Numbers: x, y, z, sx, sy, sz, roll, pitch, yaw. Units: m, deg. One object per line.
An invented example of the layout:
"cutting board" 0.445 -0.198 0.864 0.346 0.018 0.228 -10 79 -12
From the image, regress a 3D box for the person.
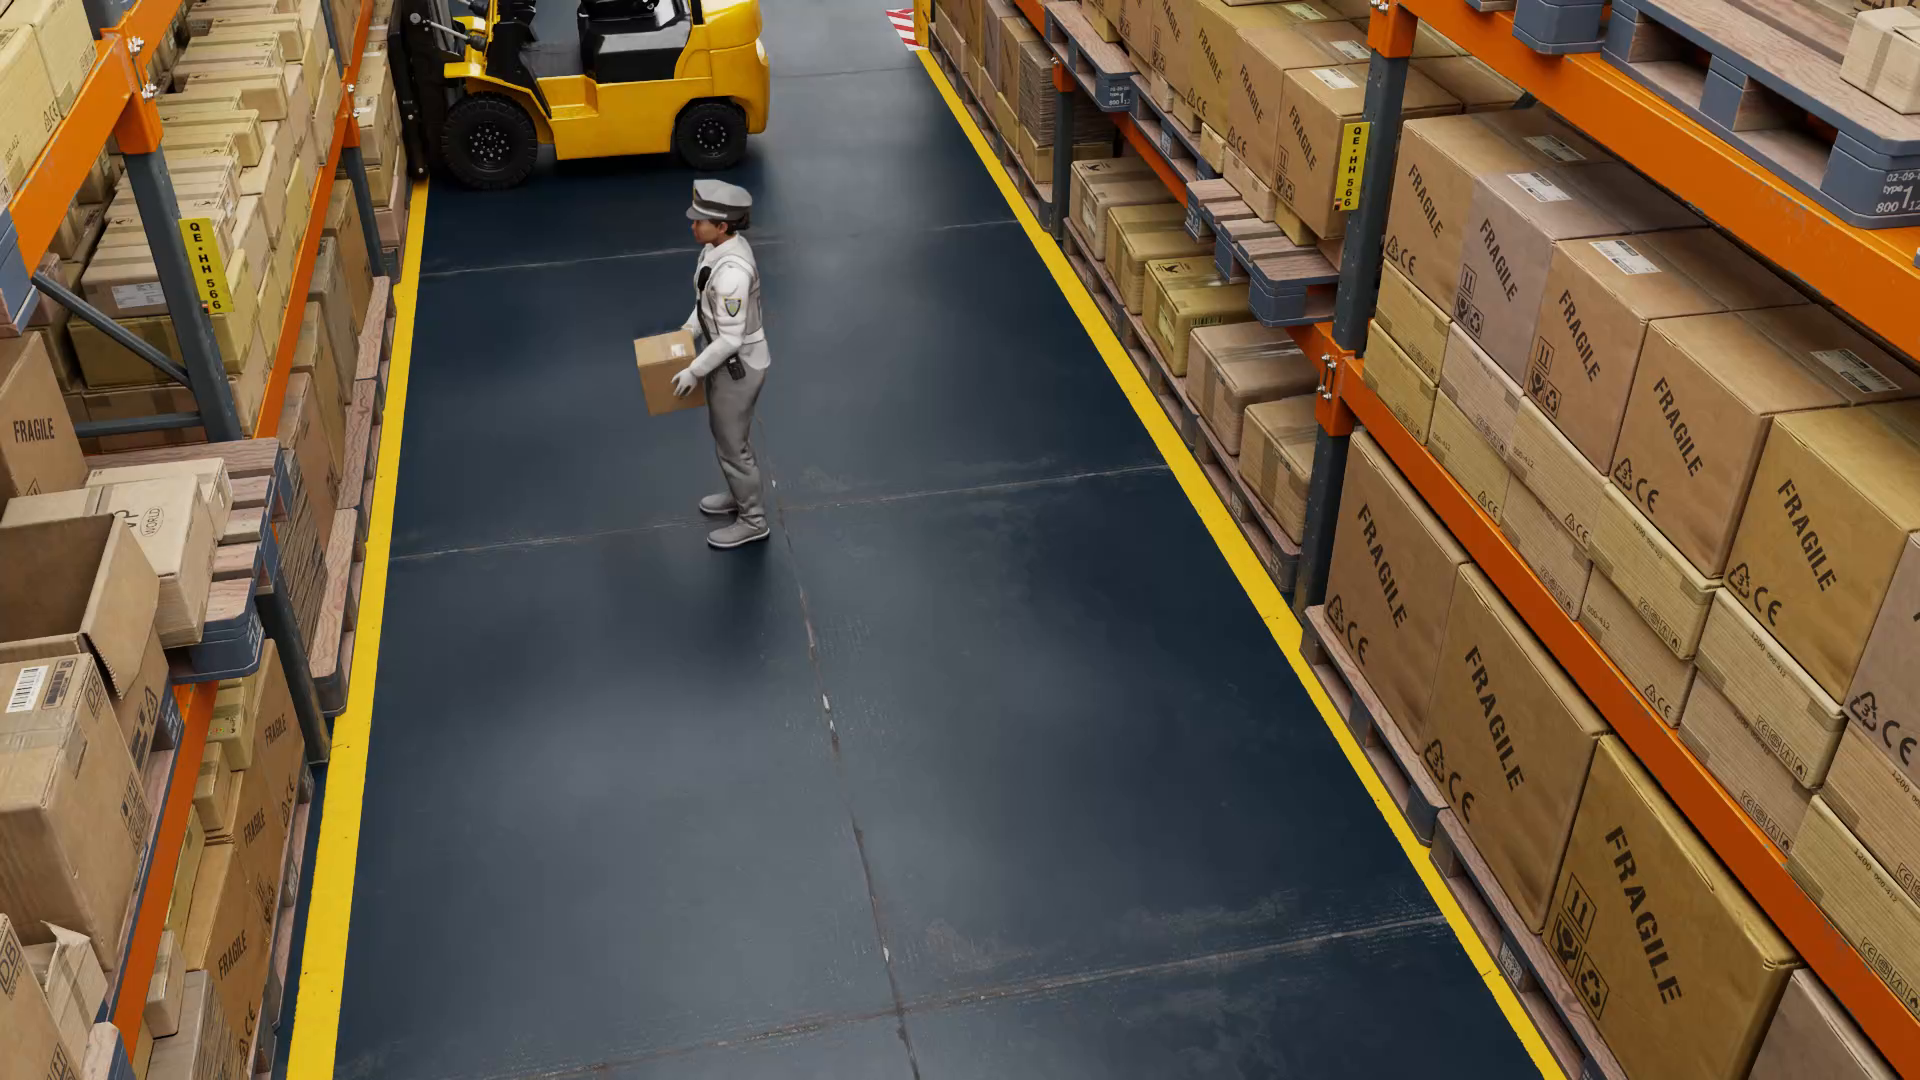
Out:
"person" -1.046 -0.756 7.218 0.439 1.687 0.497 -8 35 -11
